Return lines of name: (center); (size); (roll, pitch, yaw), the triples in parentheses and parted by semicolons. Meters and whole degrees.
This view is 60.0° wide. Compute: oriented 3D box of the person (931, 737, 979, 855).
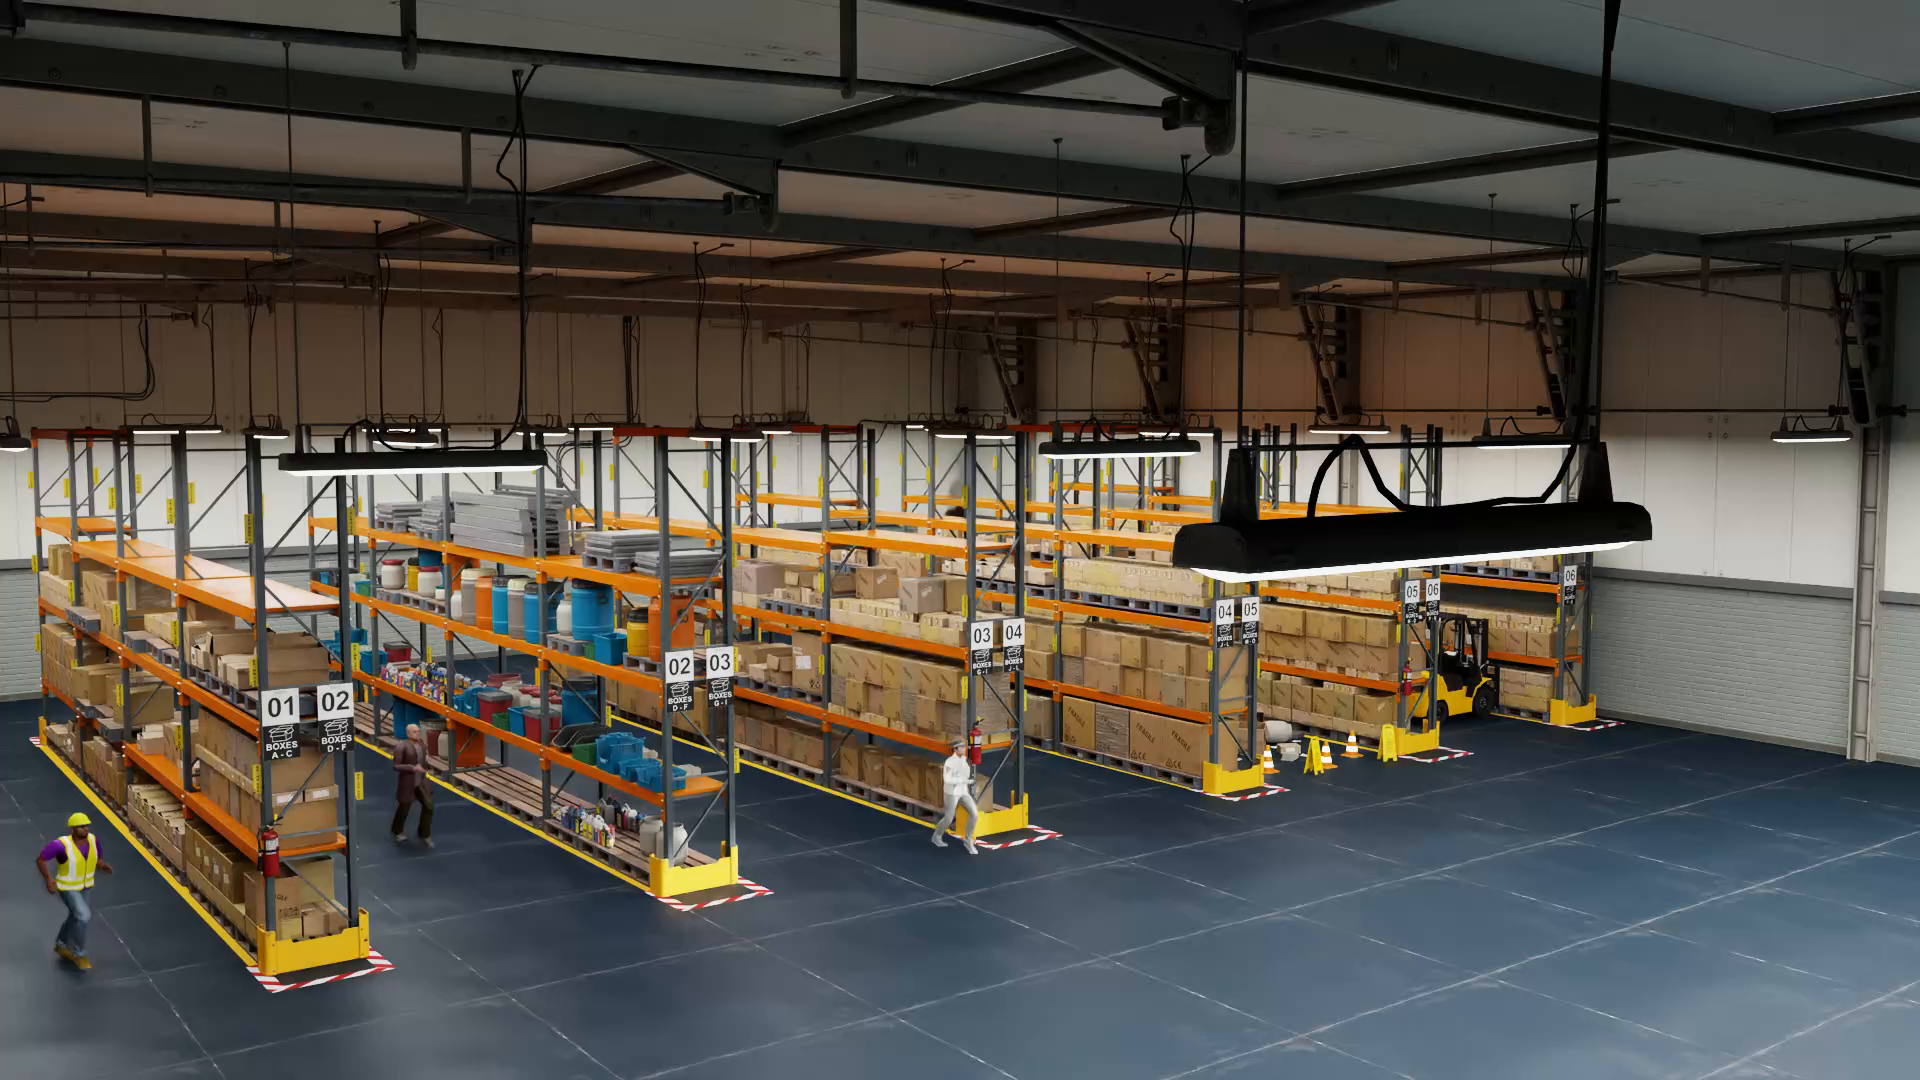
person: (-0.078, 3.642, 23.751); (0.794, 1.718, 0.625); (4, 6, 39)

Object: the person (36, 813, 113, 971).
person: (-10.054, 3.991, 18.923); (0.865, 1.813, 0.626); (2, 5, 20)

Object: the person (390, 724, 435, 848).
person: (-7.946, 3.601, 24.076); (0.907, 1.755, 0.640); (4, 6, 39)
